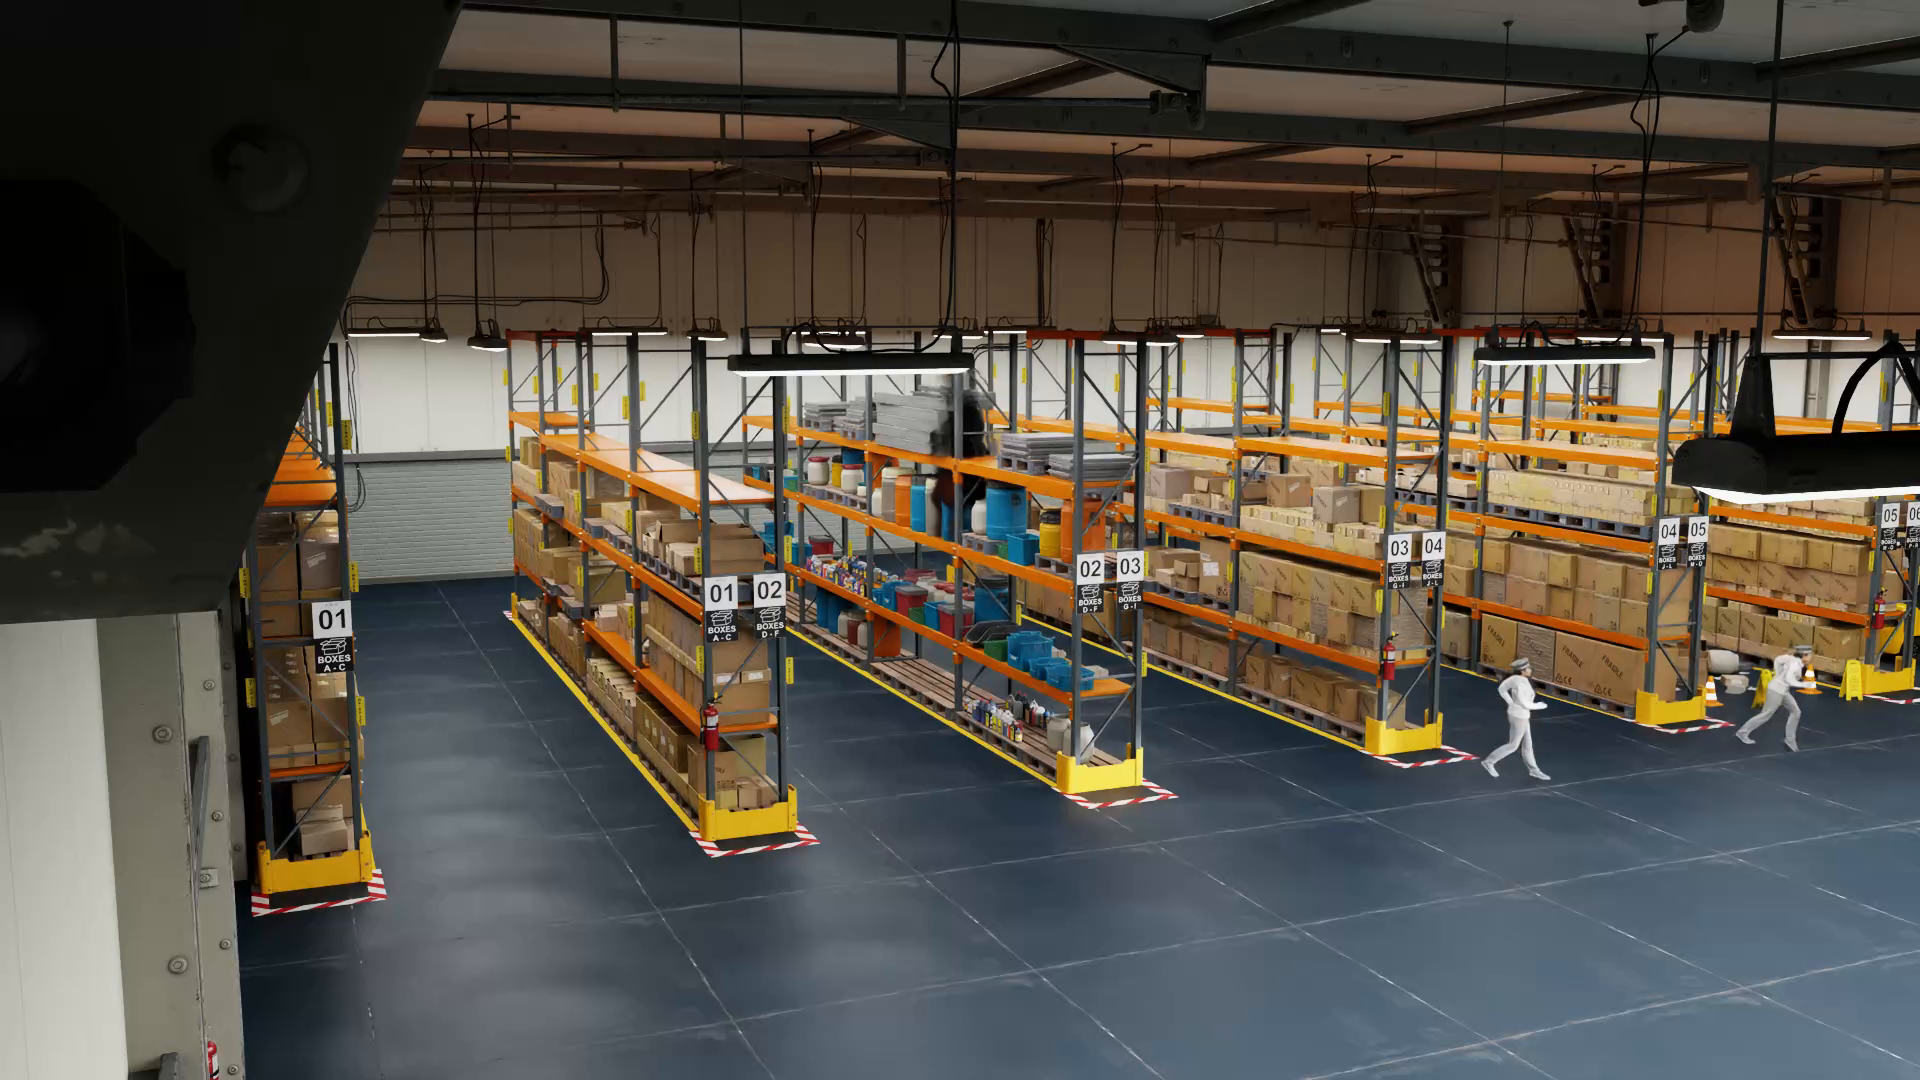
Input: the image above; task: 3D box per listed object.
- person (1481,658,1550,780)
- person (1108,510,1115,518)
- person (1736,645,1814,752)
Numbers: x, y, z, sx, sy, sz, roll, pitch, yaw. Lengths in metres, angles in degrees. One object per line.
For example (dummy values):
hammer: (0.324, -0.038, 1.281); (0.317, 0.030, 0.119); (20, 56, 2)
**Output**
person: (7.547, 2.420, 22.494); (0.937, 1.698, 0.621); (1, 8, 8)
person: (3.594, 0.107, 39.643); (0.576, 1.693, 0.736); (-2, 8, -12)
person: (11.874, 2.292, 24.251); (0.952, 1.618, 0.656); (3, 8, 24)
